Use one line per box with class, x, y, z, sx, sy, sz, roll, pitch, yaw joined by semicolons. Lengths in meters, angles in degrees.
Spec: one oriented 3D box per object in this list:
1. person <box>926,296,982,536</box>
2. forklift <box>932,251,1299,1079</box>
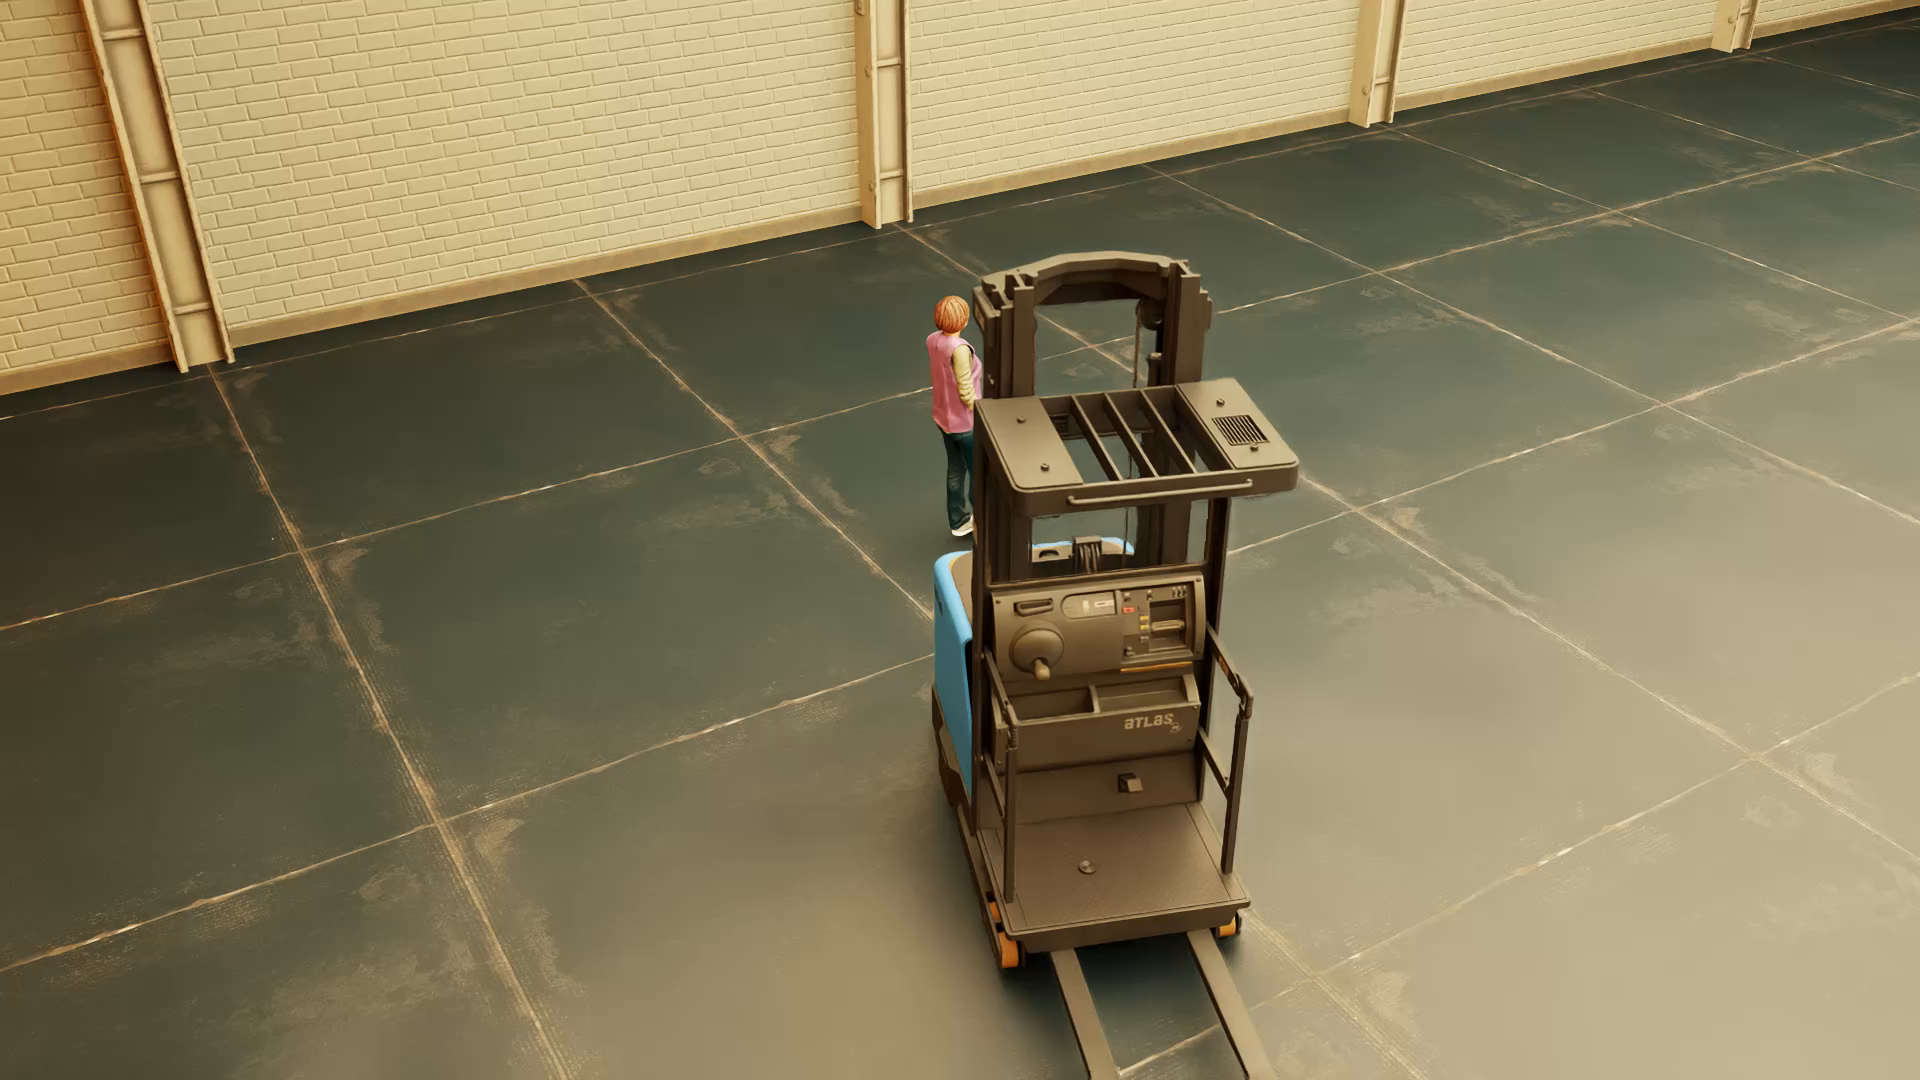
person;0.071;-0.740;10.088;0.473;1.599;0.519;-17;35;-26
forklift;0.642;0.425;6.937;1.130;2.935;3.031;-6;31;-10
